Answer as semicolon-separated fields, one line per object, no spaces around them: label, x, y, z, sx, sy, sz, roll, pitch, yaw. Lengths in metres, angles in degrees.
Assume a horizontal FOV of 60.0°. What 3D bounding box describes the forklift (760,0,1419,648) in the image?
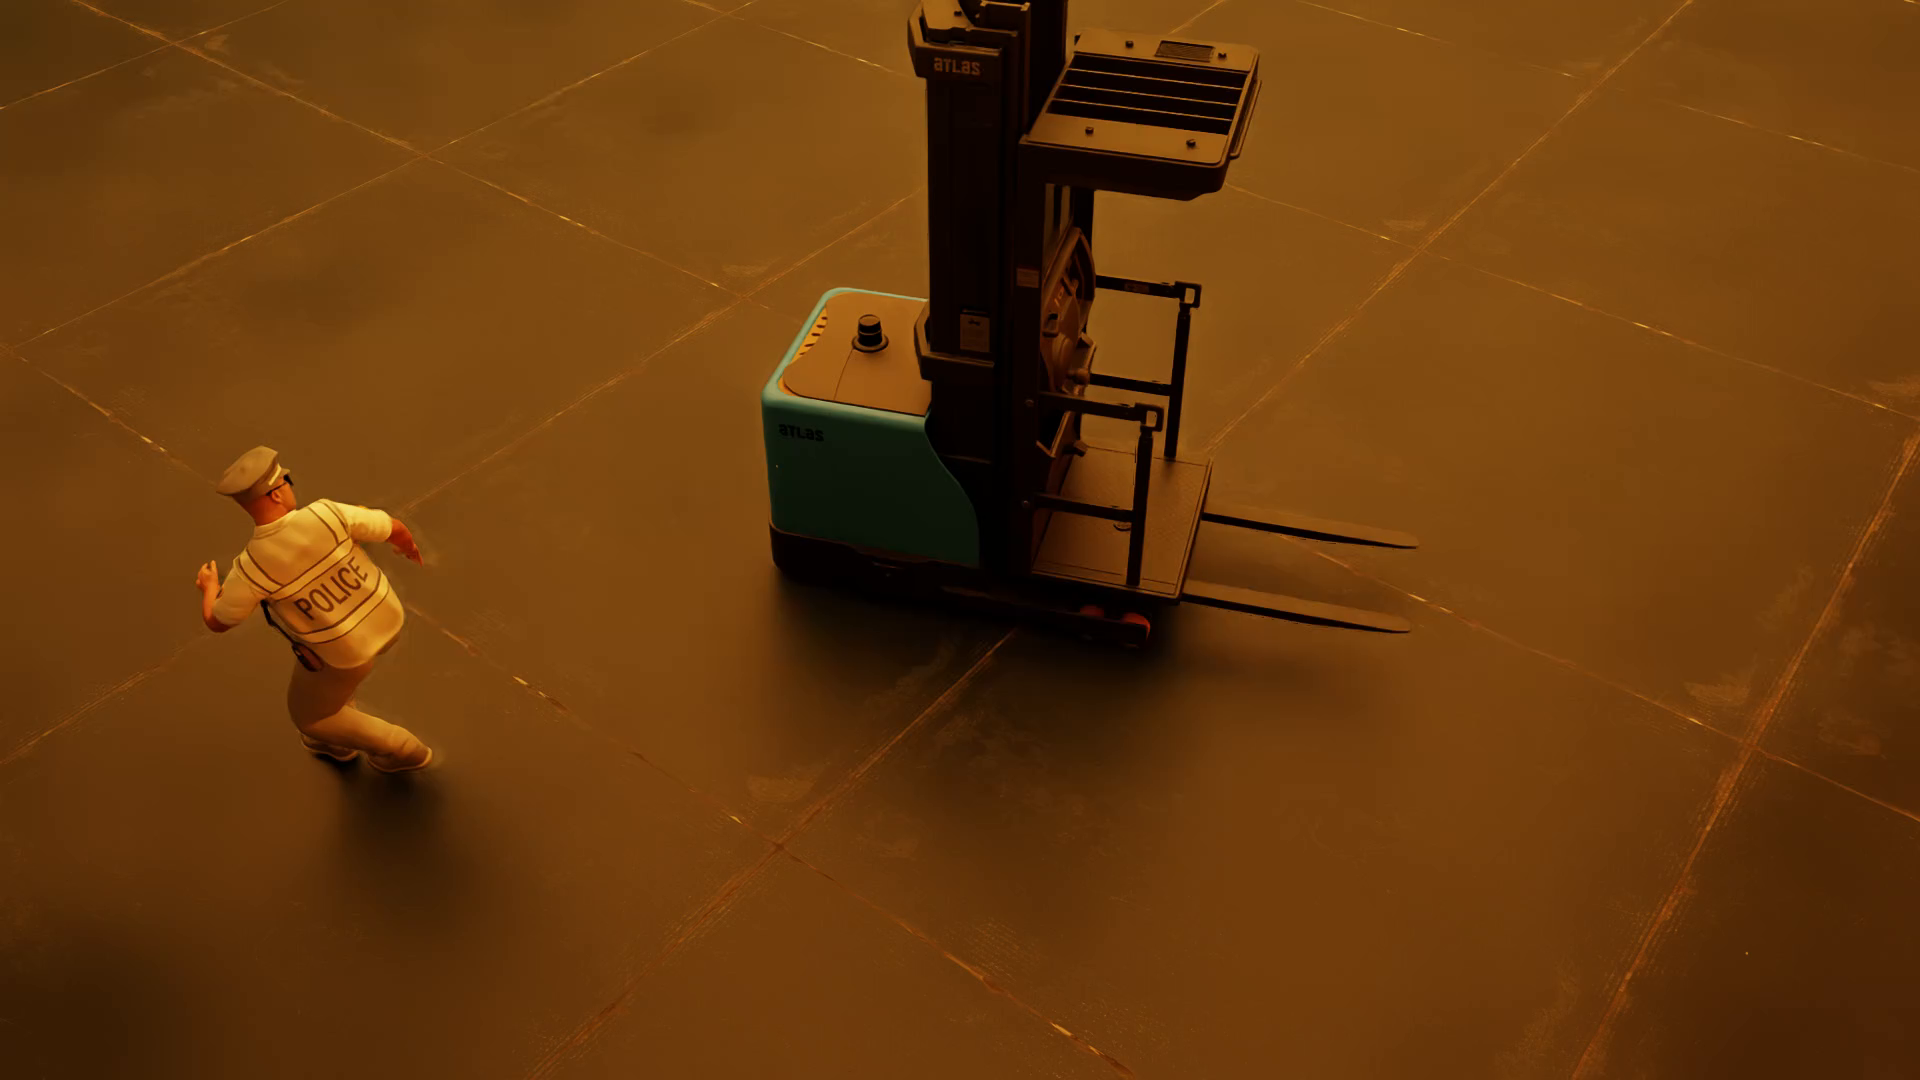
forklift;0.659;-0.999;7.245;3.031;2.935;1.130;10;41;12

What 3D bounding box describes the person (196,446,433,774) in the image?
person;-2.596;0.266;6.778;0.867;1.637;0.887;19;44;21
